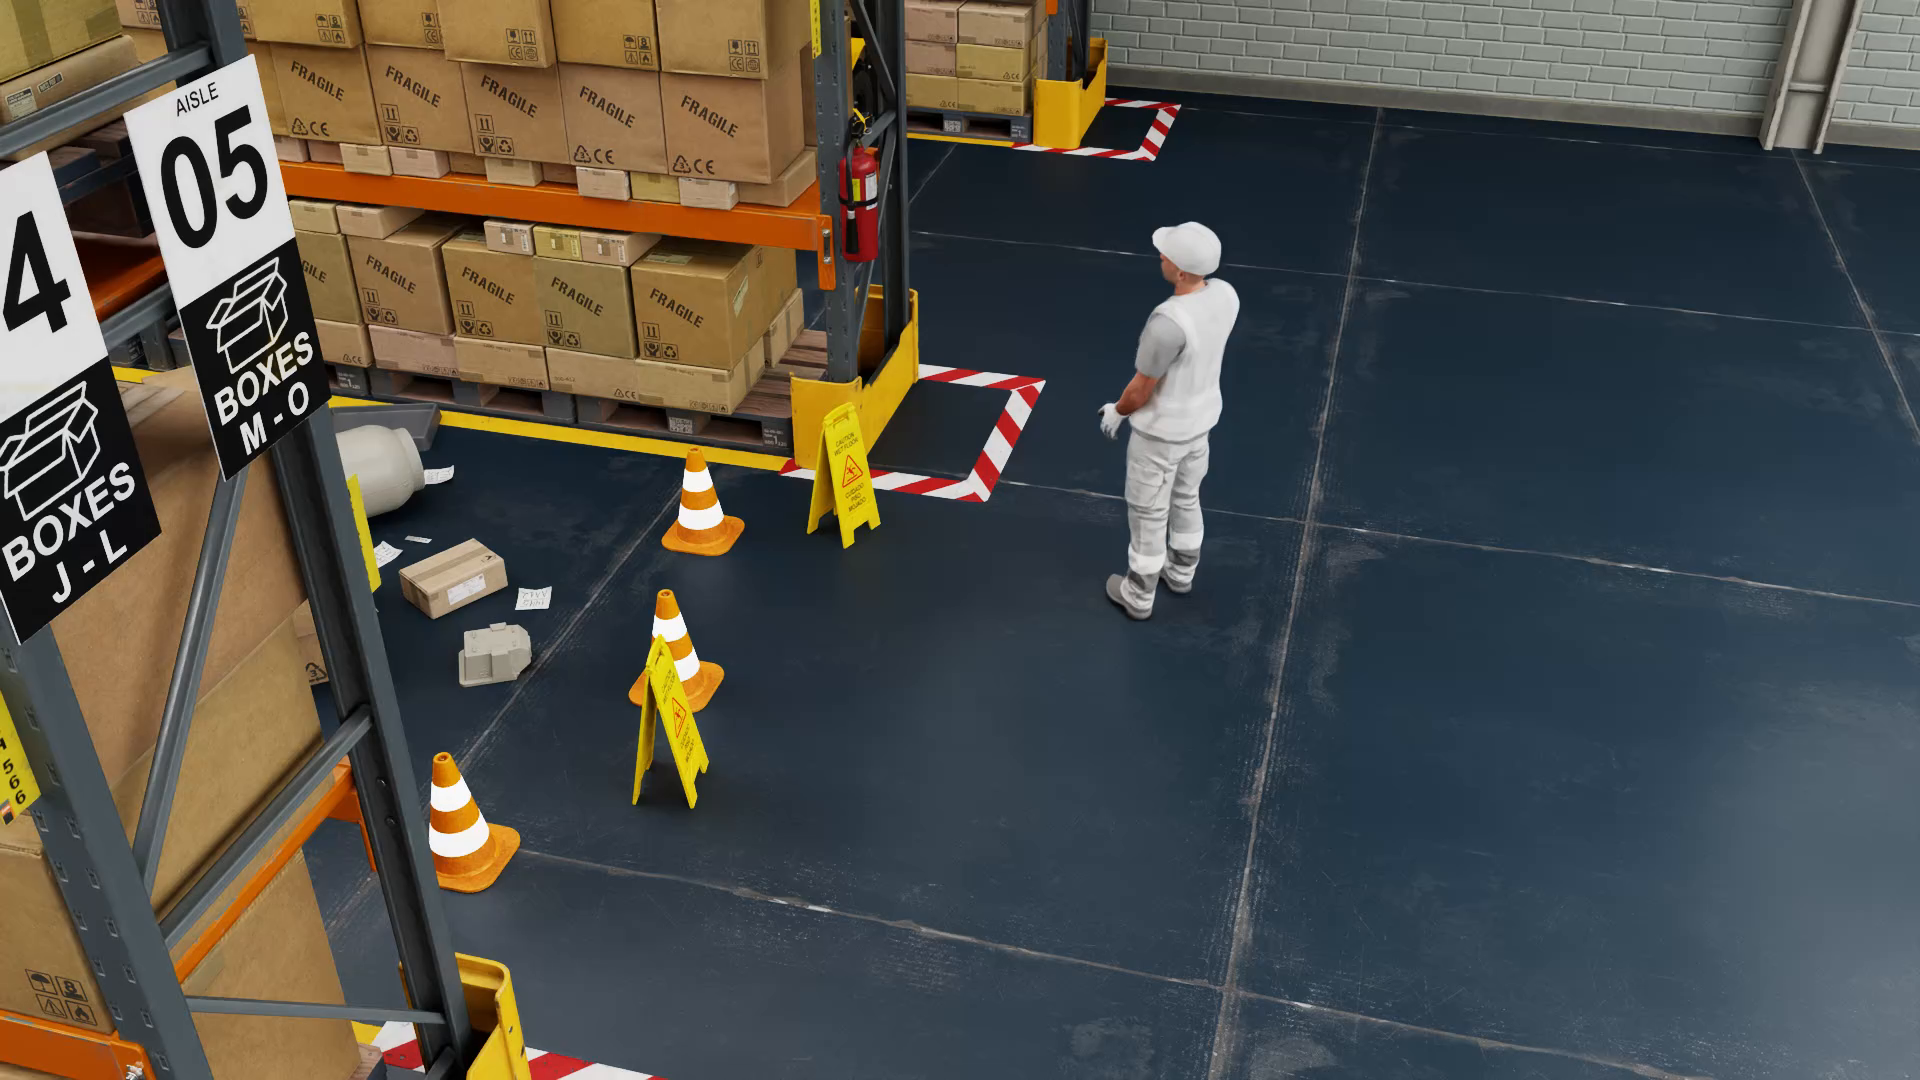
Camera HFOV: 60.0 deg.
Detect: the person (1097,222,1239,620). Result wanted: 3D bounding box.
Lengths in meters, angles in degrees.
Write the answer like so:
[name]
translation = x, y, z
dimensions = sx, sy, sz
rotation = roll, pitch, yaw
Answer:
[person]
translation = 0.849, -0.501, 6.865
dimensions = 0.458, 1.799, 0.580
rotation = 26, 41, 35
